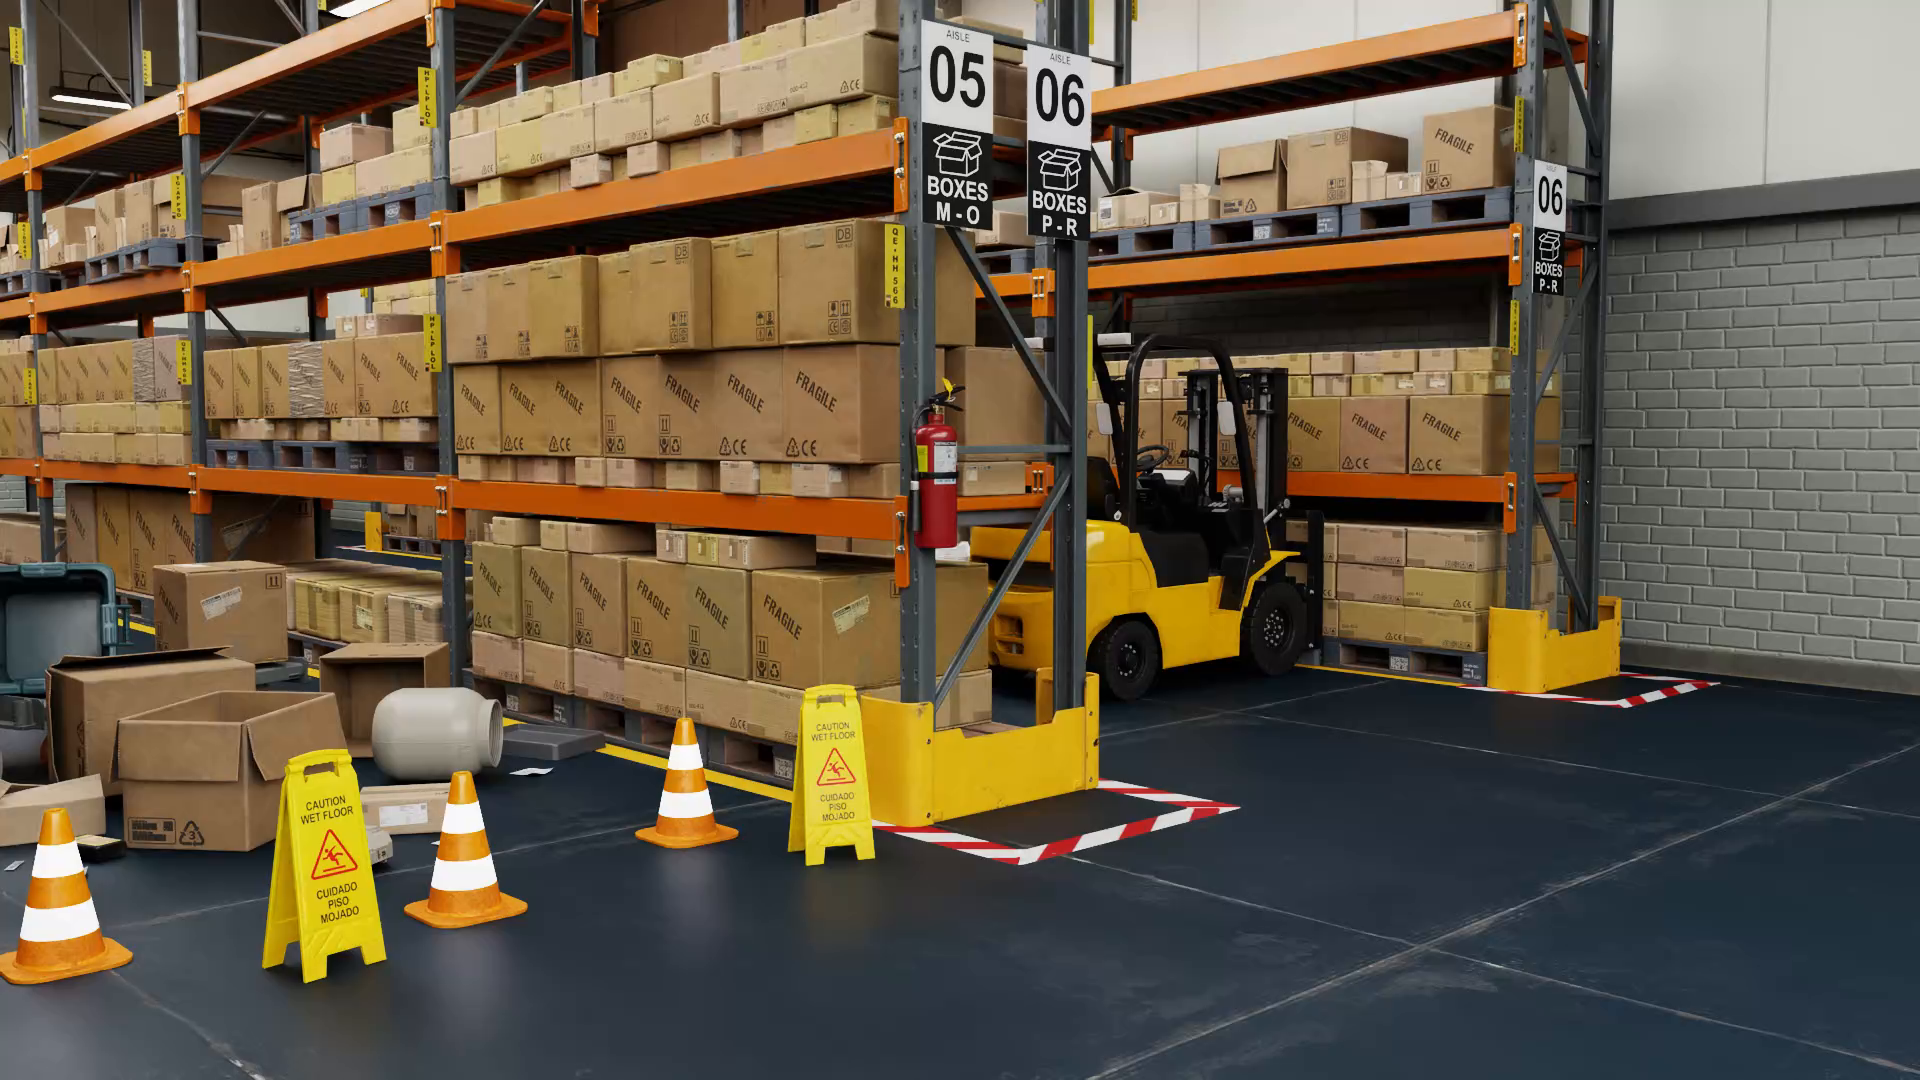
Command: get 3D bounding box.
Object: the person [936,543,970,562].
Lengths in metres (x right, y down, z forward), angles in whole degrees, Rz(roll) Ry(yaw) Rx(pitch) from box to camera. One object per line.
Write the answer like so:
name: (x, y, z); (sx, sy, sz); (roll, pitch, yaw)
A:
person: (-0.050, 0.427, 11.676); (0.531, 0.812, 1.026); (4, 5, 45)
